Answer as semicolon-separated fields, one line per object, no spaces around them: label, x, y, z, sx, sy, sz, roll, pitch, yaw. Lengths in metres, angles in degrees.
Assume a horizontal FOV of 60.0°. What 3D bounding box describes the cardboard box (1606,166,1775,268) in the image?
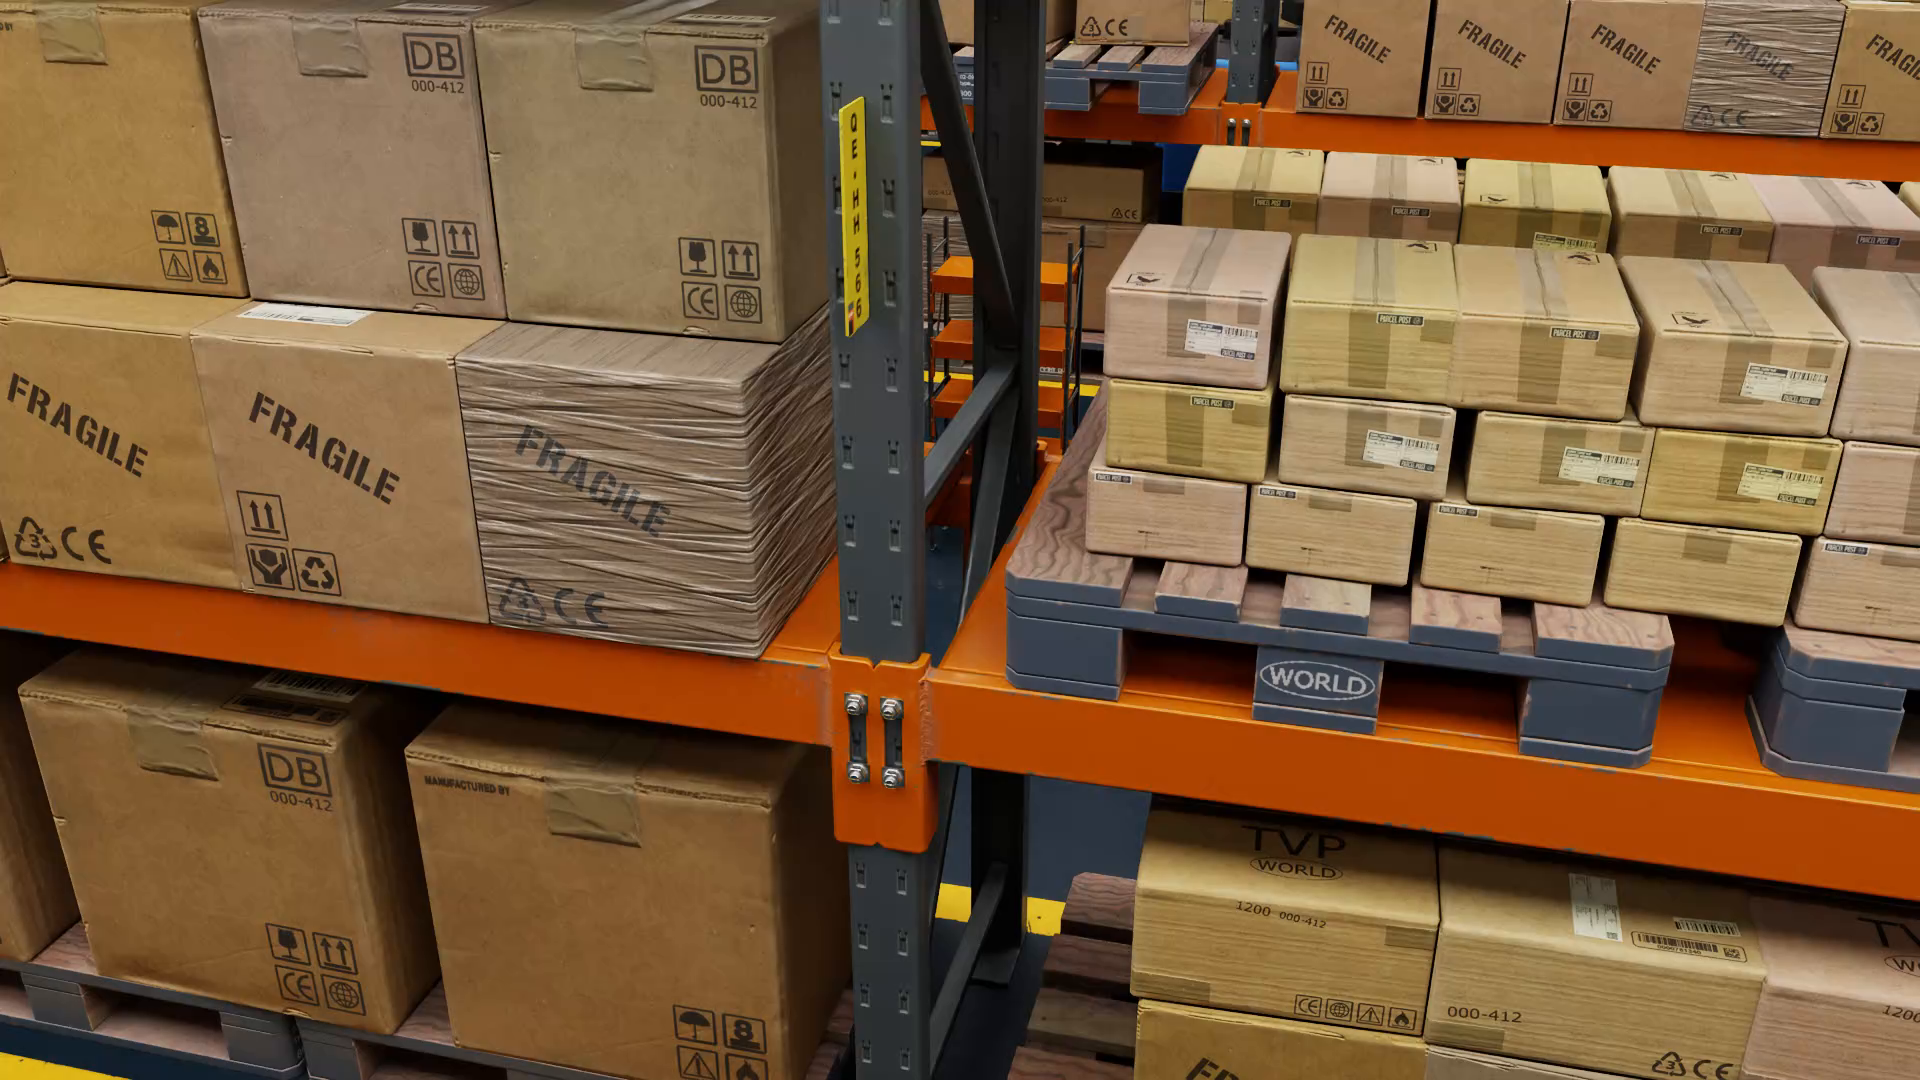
cardboard box;1.329;-0.569;3.067;0.250;0.149;0.380;7;26;15

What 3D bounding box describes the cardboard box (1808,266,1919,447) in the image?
cardboard box;1.400;-0.271;2.441;0.250;0.149;0.380;8;26;15

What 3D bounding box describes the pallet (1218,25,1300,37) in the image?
pallet;3.001;-5.192;16.909;1.213;0.211;1.003;6;26;13

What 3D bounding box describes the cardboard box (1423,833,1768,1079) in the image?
cardboard box;1.083;0.661;2.920;0.500;0.250;0.500;6;26;12

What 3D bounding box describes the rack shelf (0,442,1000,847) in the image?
rack shelf;-1.952;-0.058;3.719;4.000;0.370;1.077;6;26;13

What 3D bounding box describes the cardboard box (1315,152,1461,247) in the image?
cardboard box;0.816;-0.624;3.183;0.250;0.149;0.380;6;26;12

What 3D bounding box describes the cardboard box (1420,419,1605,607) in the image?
cardboard box;0.889;-0.055;2.680;0.250;0.149;0.380;8;27;16

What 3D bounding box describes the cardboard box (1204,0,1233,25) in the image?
cardboard box;2.718;-5.303;16.609;0.500;0.250;0.500;6;26;12

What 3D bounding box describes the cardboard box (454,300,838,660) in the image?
cardboard box;-0.518;-0.150;2.960;0.500;0.500;0.500;6;26;13

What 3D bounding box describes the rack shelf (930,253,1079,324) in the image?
rack shelf;0.160;-0.879;5.786;0.480;0.148;0.258;6;26;13

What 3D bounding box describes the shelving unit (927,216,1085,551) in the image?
shelving unit;0.160;-0.524;5.955;0.503;1.200;0.258;6;26;13

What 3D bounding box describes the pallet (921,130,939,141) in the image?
pallet;-0.552;-3.386;13.116;1.213;0.211;1.003;6;26;13

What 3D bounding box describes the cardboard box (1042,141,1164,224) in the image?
cardboard box;0.662;-1.691;7.835;0.500;0.250;0.500;7;26;15

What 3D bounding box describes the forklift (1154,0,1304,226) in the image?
forklift;2.712;-3.198;9.557;3.031;2.935;1.130;6;26;12

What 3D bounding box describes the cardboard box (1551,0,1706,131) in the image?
cardboard box;2.718;-1.995;6.834;0.500;0.500;0.500;6;26;12

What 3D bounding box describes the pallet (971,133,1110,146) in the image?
pallet;0.633;-3.256;12.844;1.213;0.211;1.003;6;26;13

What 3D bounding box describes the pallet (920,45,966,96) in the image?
pallet;-0.609;-2.331;7.880;1.213;0.211;1.003;6;26;13

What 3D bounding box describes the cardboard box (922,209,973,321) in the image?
cardboard box;0.124;-1.410;8.119;0.500;0.500;0.700;4;26;9

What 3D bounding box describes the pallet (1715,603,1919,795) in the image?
pallet;1.912;0.113;2.746;1.213;0.211;1.003;6;26;13

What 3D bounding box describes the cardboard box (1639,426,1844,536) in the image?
cardboard box;1.170;-0.161;2.557;0.250;0.149;0.380;6;26;13

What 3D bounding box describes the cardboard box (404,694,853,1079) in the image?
cardboard box;-0.583;0.555;3.723;0.750;0.750;1.050;6;26;12

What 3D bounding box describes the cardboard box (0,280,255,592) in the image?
cardboard box;-1.485;-0.258;3.185;0.500;0.500;0.500;6;26;12

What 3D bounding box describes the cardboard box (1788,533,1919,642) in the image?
cardboard box;1.409;0.000;2.563;0.250;0.149;0.380;7;26;15

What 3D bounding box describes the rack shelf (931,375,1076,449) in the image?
rack shelf;0.160;-0.463;5.984;0.480;0.148;0.258;6;26;13

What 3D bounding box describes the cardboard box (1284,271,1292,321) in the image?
cardboard box;0.577;-0.516;3.301;0.250;0.149;0.380;7;26;14

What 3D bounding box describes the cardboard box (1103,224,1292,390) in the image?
cardboard box;0.388;-0.383;2.676;0.250;0.149;0.380;6;26;13

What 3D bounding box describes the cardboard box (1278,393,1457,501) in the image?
cardboard box;0.666;-0.216;2.671;0.250;0.149;0.380;8;26;15

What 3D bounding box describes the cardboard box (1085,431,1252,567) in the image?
cardboard box;0.368;-0.113;2.801;0.250;0.149;0.380;6;26;12

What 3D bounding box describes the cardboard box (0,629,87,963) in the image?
cardboard box;-2.332;0.363;4.126;0.750;0.750;1.050;6;26;13

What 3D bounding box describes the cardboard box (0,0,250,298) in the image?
cardboard box;-1.435;-0.825;3.214;0.500;0.500;0.700;6;26;12

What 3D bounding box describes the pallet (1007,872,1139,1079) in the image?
pallet;0.741;1.175;3.537;1.213;0.211;1.003;6;26;13

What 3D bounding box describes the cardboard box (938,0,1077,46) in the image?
cardboard box;0.219;-2.517;7.442;0.500;0.500;0.700;10;27;21

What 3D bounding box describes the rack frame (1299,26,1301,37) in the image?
rack frame;2.551;-4.285;11.760;0.127;3.000;1.000;6;26;13

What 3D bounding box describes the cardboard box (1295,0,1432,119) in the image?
cardboard box;1.721;-2.102;7.060;0.500;0.500;0.500;7;26;15

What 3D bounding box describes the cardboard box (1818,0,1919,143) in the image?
cardboard box;3.686;-1.885;6.603;0.500;0.500;0.500;6;26;12

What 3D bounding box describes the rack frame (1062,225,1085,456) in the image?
rack frame;0.397;-0.498;5.900;0.015;1.200;0.240;6;26;13

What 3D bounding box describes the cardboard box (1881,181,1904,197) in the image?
cardboard box;3.701;-1.180;7.223;0.875;0.875;1.225;5;26;11

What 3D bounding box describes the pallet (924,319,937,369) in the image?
pallet;-0.616;-1.179;8.482;1.213;0.211;1.003;6;26;13

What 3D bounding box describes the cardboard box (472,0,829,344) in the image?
cardboard box;-0.448;-0.717;2.988;0.500;0.500;0.700;6;26;13

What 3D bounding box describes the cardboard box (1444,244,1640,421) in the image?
cardboard box;0.881;-0.327;2.560;0.250;0.149;0.380;6;26;13

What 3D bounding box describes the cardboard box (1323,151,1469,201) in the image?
cardboard box;1.981;-1.370;7.622;0.875;0.875;1.225;5;26;11

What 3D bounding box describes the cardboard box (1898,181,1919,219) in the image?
cardboard box;1.825;-0.512;2.948;0.250;0.149;0.380;8;26;16

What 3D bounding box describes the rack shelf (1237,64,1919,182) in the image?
rack shelf;3.255;-1.684;7.134;4.000;0.370;1.077;6;26;13

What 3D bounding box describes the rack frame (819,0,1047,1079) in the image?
rack frame;-0.015;-0.169;3.115;0.127;3.000;1.000;6;26;13

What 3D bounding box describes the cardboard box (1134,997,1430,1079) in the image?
cardboard box;0.606;0.952;3.180;0.500;0.500;0.500;5;26;11
